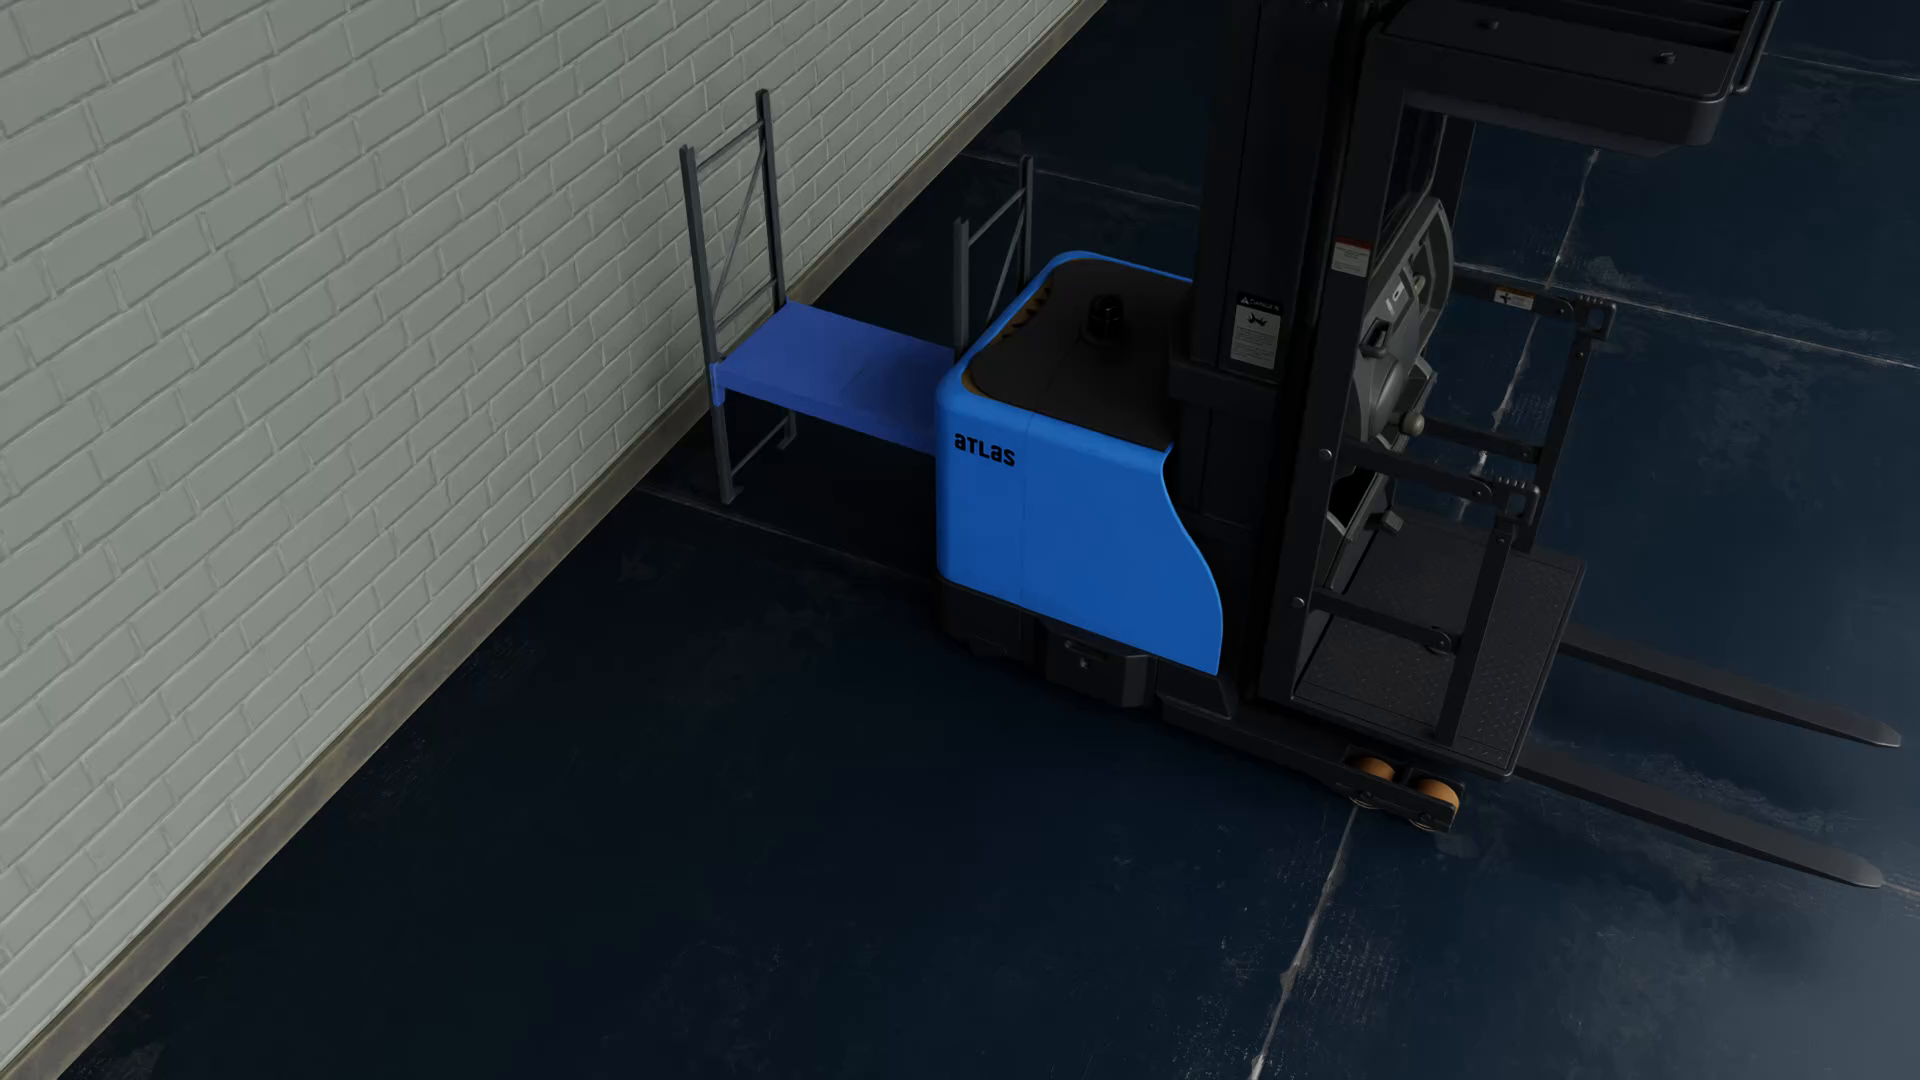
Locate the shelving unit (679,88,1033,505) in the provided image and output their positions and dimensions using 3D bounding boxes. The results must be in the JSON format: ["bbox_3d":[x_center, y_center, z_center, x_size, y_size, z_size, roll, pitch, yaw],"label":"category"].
[{"bbox_3d":[-0.340,-0.695,5.907,1.048,1.500,0.538,19,44,21],"label":"shelving unit"}]

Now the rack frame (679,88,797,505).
[{"bbox_3d":[-0.790,-0.851,6.086,0.032,1.500,0.500,19,44,21],"label":"rack frame"}]

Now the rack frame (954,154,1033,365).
[{"bbox_3d":[0.109,-0.540,5.728,0.032,1.500,0.500,19,44,21],"label":"rack frame"}]

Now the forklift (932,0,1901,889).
[{"bbox_3d":[1.452,-0.598,4.702,3.031,2.935,1.130,19,44,21],"label":"forklift"}]

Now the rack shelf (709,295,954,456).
[{"bbox_3d":[-0.340,-0.560,6.025,1.000,0.185,0.538,19,44,21],"label":"rack shelf"}]
